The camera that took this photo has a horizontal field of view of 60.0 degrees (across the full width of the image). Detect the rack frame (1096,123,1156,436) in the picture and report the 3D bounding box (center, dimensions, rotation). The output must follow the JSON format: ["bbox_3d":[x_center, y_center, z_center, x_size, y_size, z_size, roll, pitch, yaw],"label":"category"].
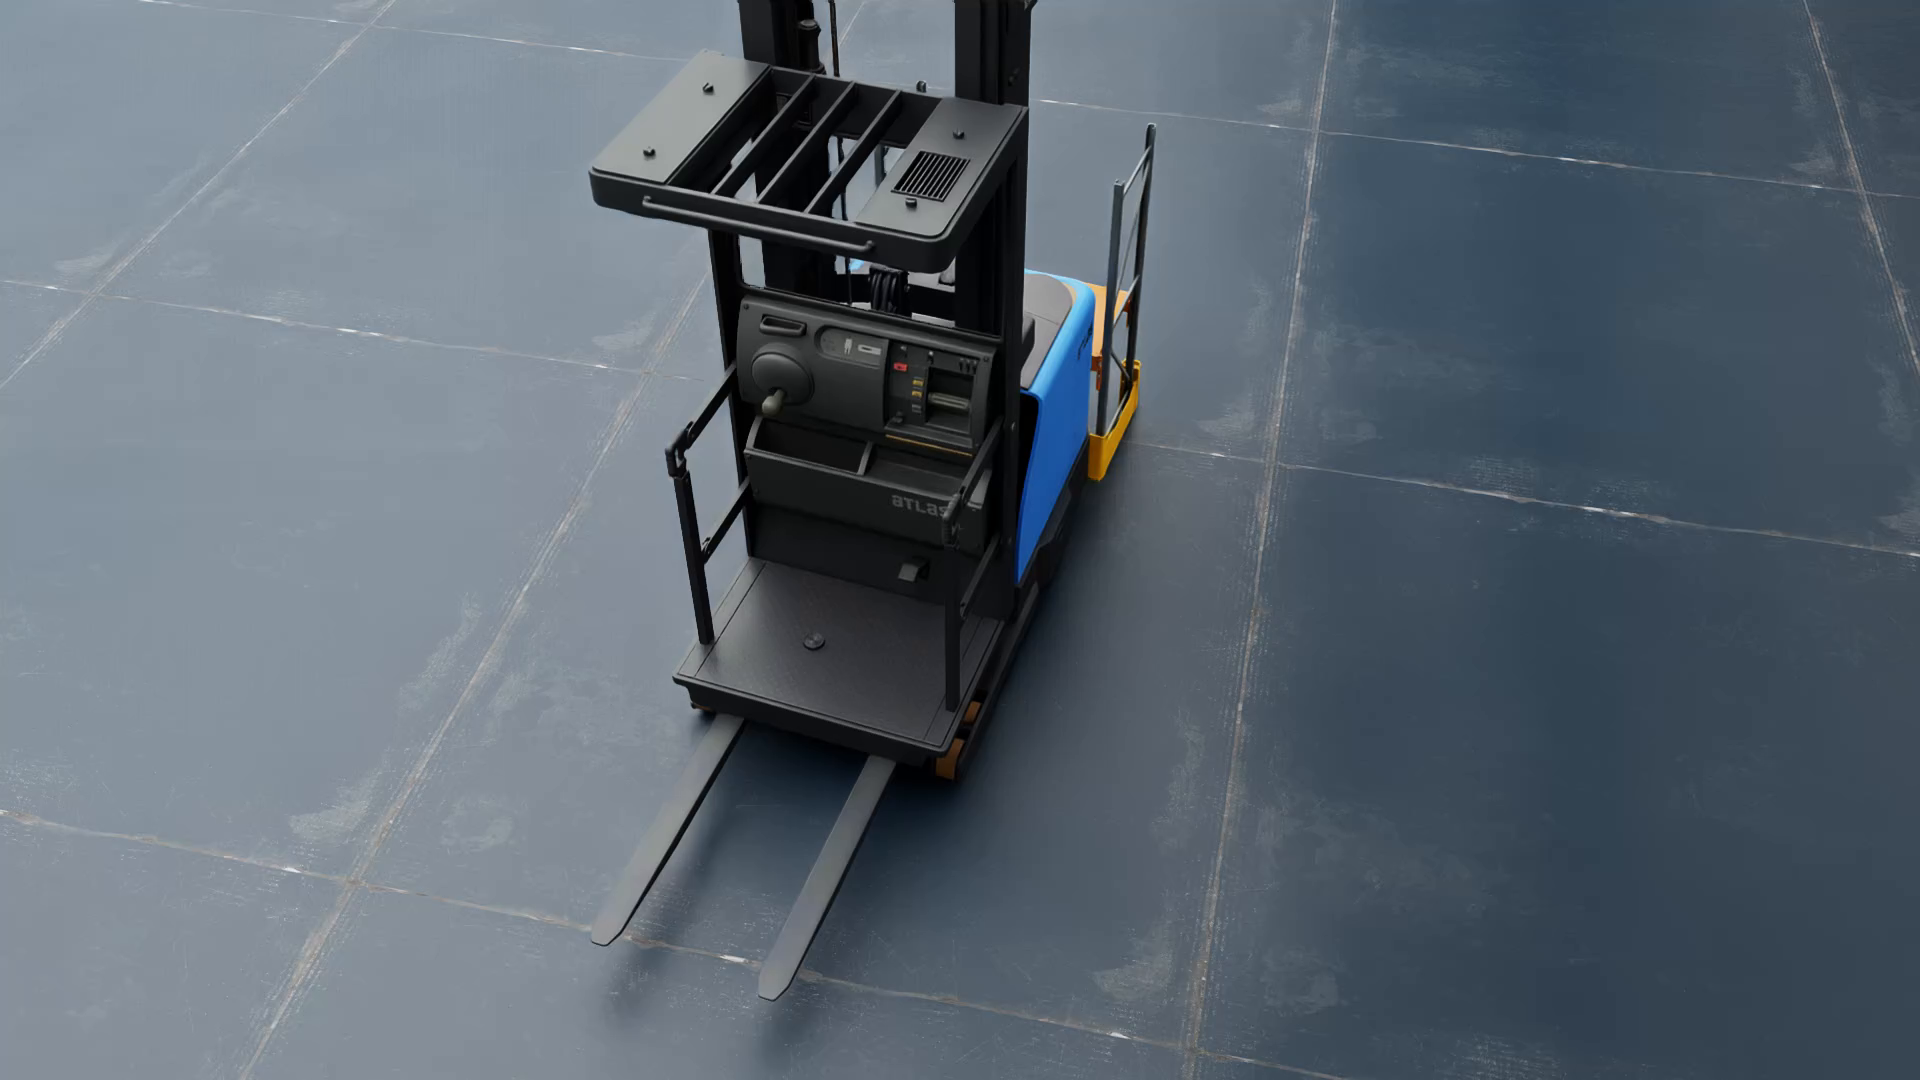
[{"bbox_3d":[0.704,-1.008,7.175,0.032,1.500,0.500,15,46,15],"label":"rack frame"}]

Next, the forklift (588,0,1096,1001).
[{"bbox_3d":[-0.405,-0.478,5.594,1.130,2.935,3.031,14,46,14],"label":"forklift"}]

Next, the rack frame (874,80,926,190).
[{"bbox_3d":[-0.248,-1.256,7.434,0.032,1.500,0.500,15,46,15],"label":"rack frame"}]

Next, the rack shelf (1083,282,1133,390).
[{"bbox_3d":[0.228,-1.002,7.429,1.000,0.185,0.538,15,46,15],"label":"rack shelf"}]

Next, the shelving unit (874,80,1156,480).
[{"bbox_3d":[0.237,-1.130,7.302,1.083,1.500,0.587,15,46,15],"label":"shelving unit"}]

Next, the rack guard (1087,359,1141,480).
[{"bbox_3d":[0.703,-0.557,7.609,0.087,0.250,0.587,15,46,15],"label":"rack guard"}]
